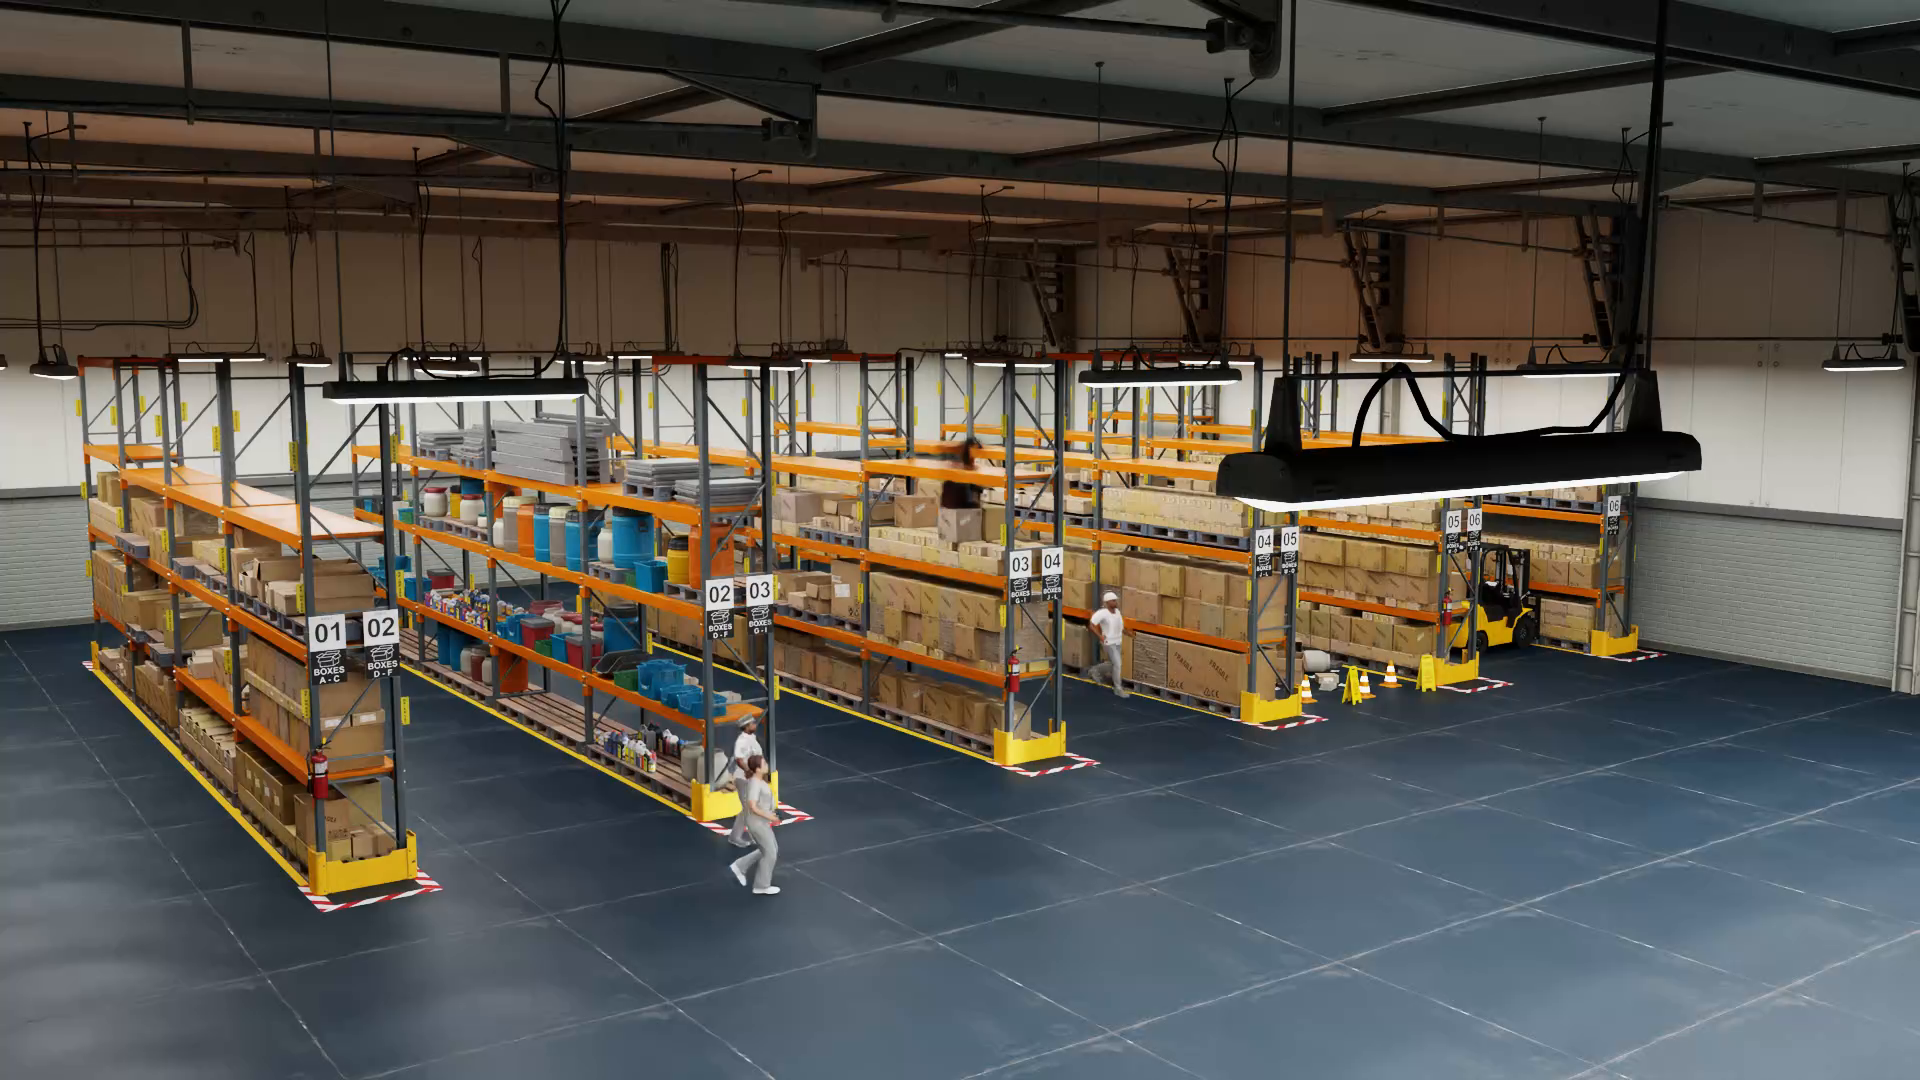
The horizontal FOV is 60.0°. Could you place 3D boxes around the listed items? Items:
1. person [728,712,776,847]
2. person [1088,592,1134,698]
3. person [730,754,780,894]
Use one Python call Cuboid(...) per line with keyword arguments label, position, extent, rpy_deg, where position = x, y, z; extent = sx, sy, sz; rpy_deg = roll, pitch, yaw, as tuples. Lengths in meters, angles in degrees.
Cuboid(label="person", position=(-2.584, 2.994, 20.847), extent=(0.559, 1.663, 0.630), rpy_deg=(2, 7, 18))
Cuboid(label="person", position=(2.540, 1.763, 28.324), extent=(0.881, 1.762, 0.700), rpy_deg=(6, 9, 40))
Cuboid(label="person", position=(-2.338, 3.237, 18.882), extent=(0.565, 1.636, 0.573), rpy_deg=(-1, 7, -7))
